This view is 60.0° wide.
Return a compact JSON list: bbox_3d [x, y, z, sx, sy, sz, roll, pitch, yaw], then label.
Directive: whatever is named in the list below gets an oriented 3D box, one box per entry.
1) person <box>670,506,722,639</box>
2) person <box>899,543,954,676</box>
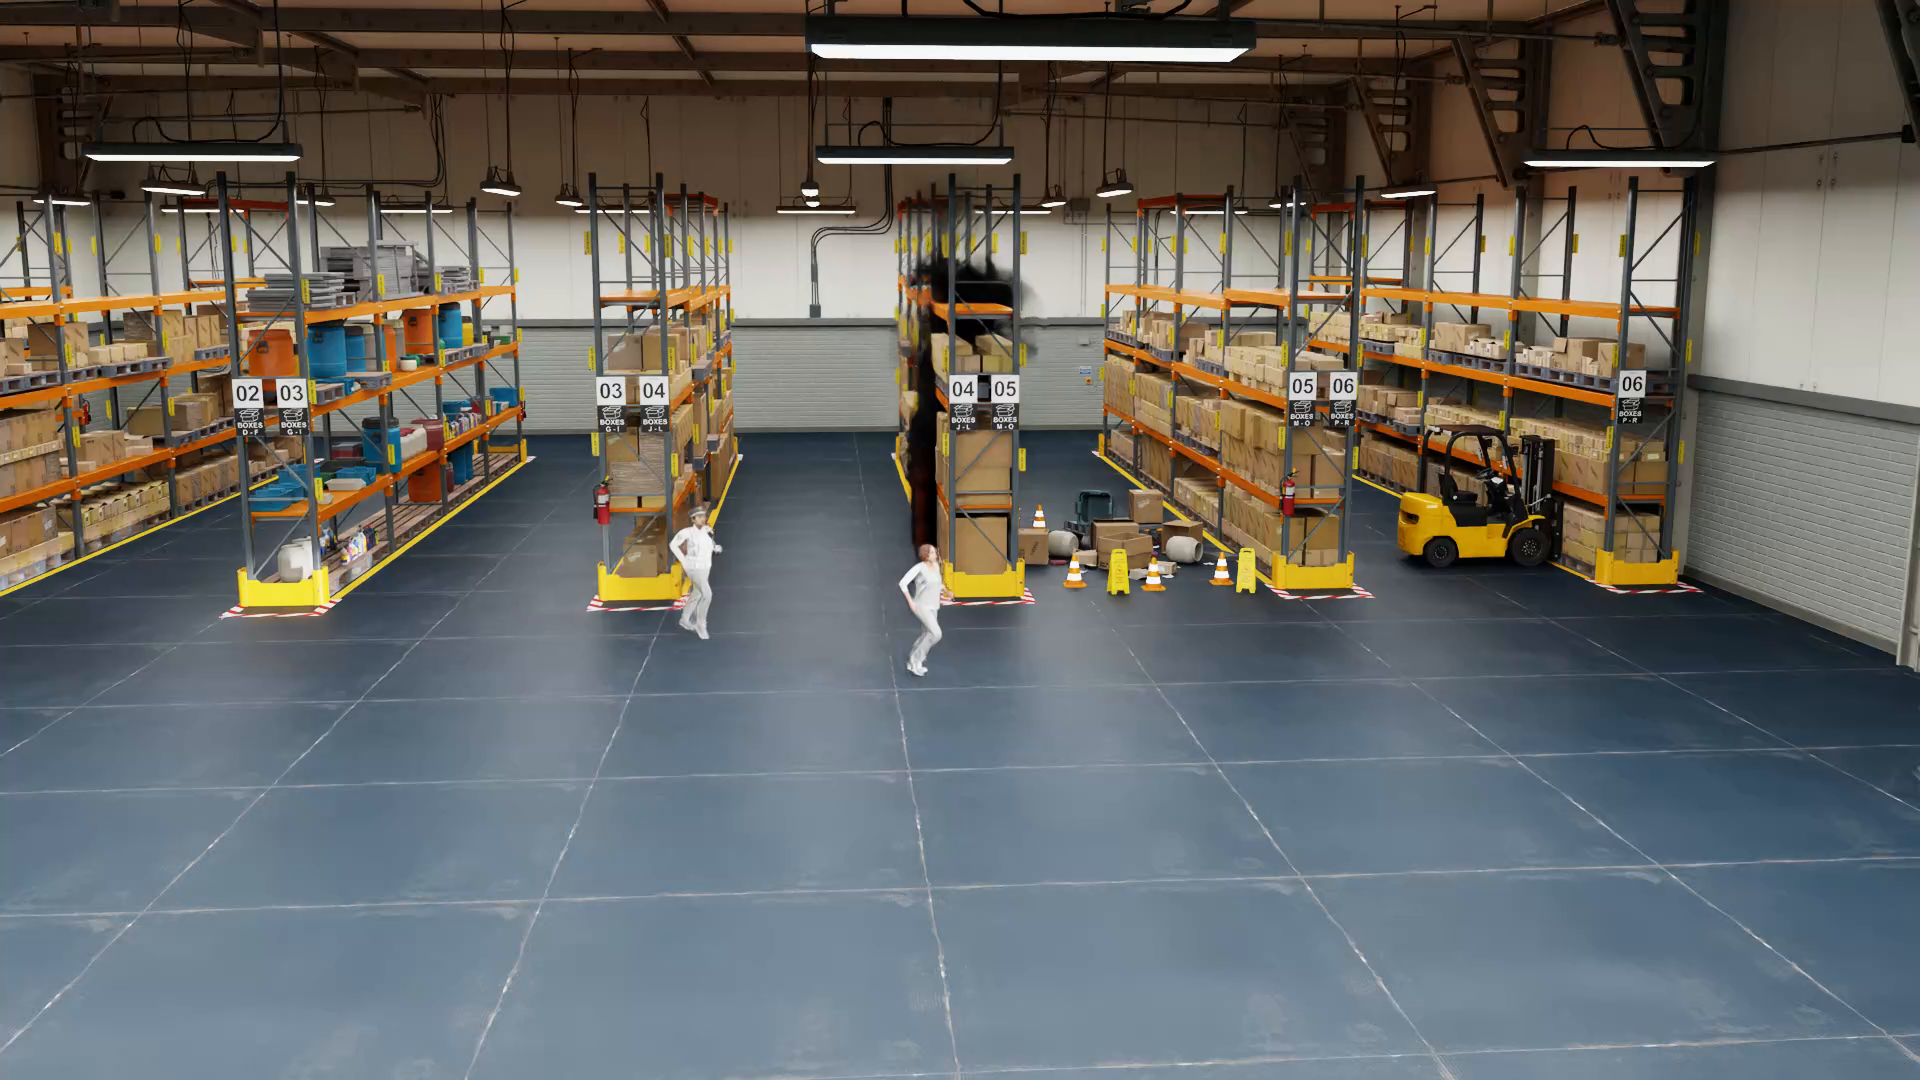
[{"bbox_3d":[-3.382,0.413,21.582,0.729,1.751,0.578,7,12,35],"label":"person"},{"bbox_3d":[-0.373,0.814,19.508,0.622,1.569,0.538,6,12,31],"label":"person"}]
